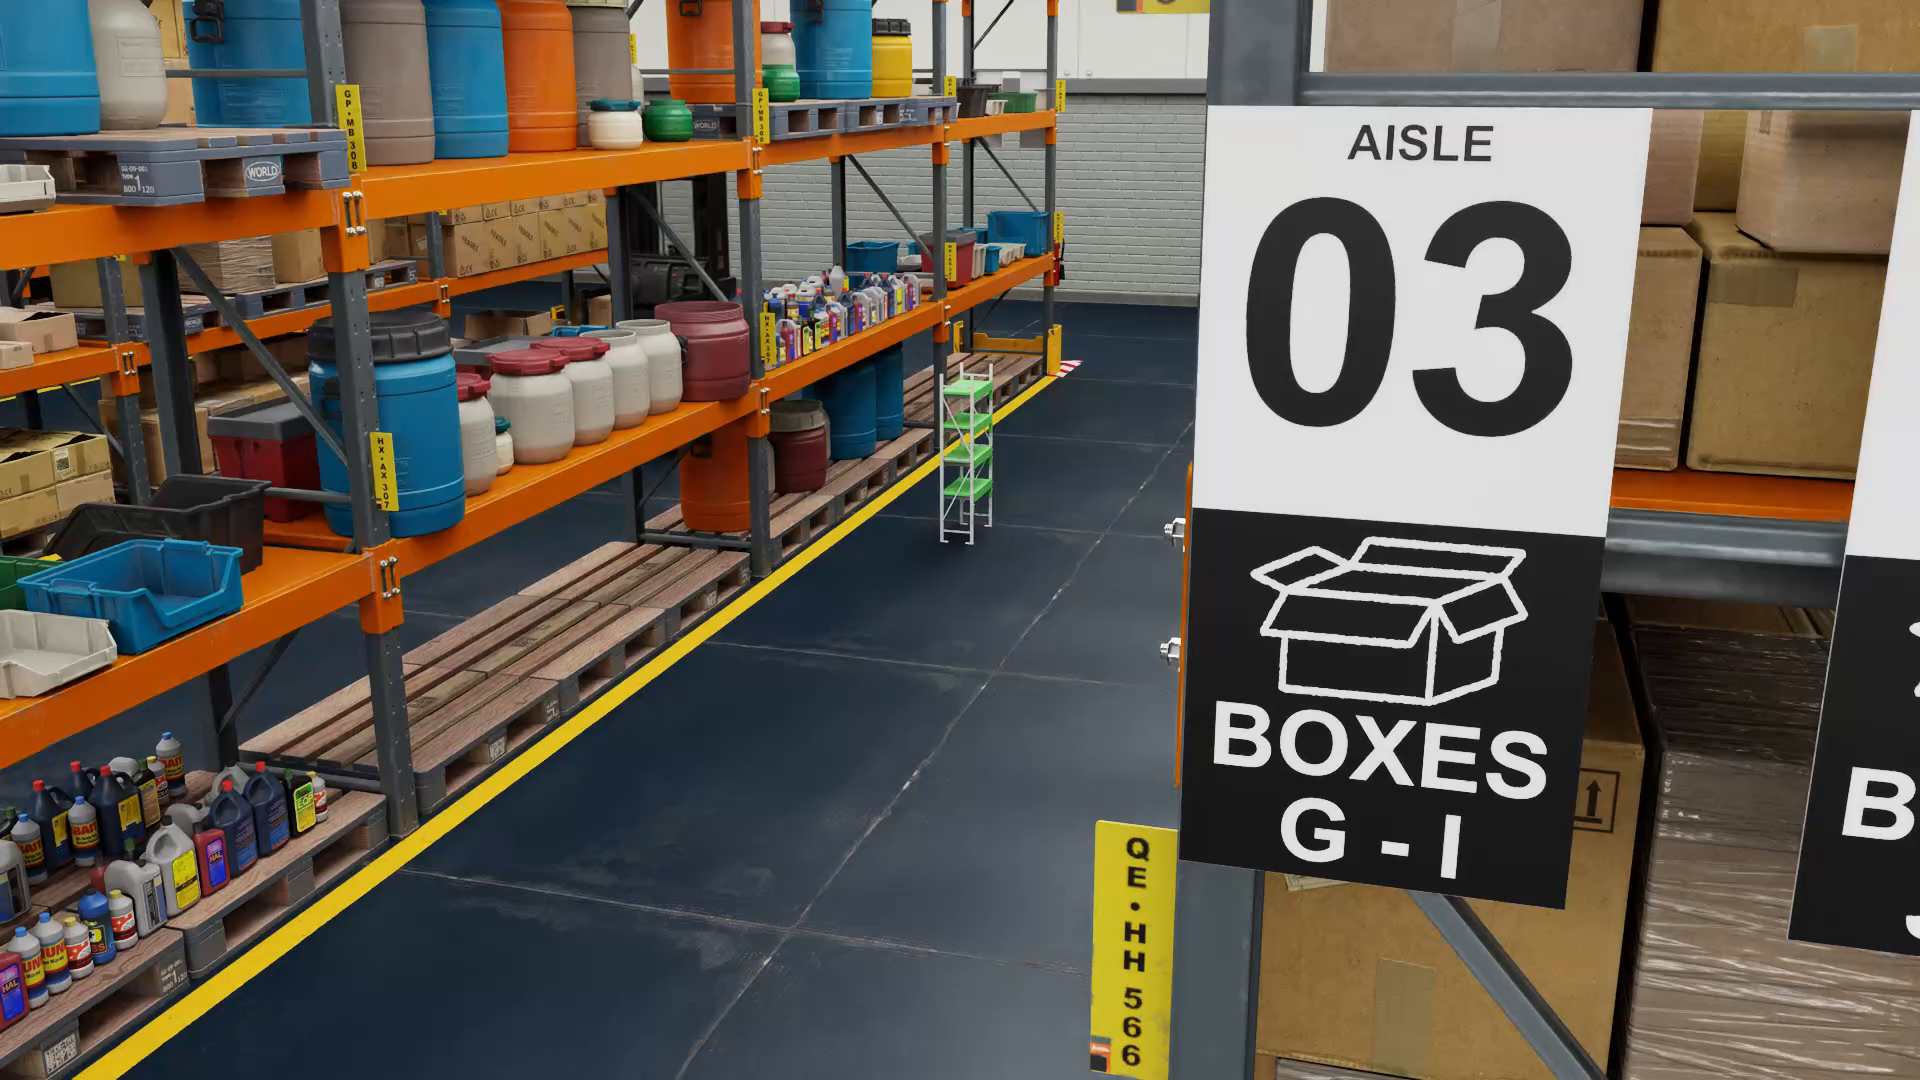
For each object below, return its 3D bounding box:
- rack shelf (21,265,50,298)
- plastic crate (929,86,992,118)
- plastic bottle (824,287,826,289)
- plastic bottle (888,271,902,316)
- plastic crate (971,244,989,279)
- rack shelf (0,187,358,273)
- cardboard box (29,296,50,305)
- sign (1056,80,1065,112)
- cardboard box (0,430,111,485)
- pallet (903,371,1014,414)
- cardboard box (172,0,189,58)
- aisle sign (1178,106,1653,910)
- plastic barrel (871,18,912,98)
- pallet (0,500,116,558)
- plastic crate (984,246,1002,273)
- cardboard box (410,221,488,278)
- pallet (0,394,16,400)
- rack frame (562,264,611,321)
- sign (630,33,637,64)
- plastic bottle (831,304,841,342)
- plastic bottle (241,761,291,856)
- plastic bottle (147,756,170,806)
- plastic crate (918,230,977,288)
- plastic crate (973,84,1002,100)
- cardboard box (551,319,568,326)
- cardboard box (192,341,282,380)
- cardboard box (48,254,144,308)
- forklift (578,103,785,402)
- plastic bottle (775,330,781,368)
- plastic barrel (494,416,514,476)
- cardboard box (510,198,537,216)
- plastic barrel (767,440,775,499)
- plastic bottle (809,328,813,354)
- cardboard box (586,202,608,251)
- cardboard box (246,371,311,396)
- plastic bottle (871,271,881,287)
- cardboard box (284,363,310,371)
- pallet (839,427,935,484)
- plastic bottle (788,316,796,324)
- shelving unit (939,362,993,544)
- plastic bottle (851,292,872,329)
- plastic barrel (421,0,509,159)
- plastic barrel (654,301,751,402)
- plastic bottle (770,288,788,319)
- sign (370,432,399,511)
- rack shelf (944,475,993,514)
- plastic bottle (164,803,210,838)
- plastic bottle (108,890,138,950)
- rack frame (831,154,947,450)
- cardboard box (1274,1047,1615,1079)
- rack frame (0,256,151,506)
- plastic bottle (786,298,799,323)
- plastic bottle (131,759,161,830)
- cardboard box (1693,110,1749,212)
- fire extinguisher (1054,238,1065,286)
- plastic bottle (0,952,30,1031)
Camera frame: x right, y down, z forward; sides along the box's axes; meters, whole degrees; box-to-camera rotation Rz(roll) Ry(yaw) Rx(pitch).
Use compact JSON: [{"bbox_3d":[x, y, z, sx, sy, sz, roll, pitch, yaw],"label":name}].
[{"bbox_3d":[-9.539,-3.230,19.039,1.077,0.370,4.000,5,16,16],"label":"rack shelf"},{"bbox_3d":[0.008,-3.969,15.067,0.497,0.269,0.590,5,16,16],"label":"plastic crate"},{"bbox_3d":[-1.175,-2.060,13.958,0.097,0.201,0.097,0,16,0],"label":"plastic bottle"},{"bbox_3d":[-0.556,-1.995,13.457,0.144,0.351,0.185,5,16,16],"label":"plastic bottle"},{"bbox_3d":[0.002,-2.642,15.753,0.437,0.282,0.530,5,16,16],"label":"plastic crate"},{"bbox_3d":[-3.450,-0.765,4.852,1.077,0.370,4.000,5,16,16],"label":"rack shelf"},{"bbox_3d":[-10.028,-2.530,17.874,0.380,0.149,0.250,5,16,16],"label":"cardboard box"},{"bbox_3d":[1.060,-4.685,17.546,0.100,0.325,0.005,5,16,16],"label":"sign"},{"bbox_3d":[-6.406,-0.616,11.746,0.500,0.311,0.500,5,17,17],"label":"cardboard box"},{"bbox_3d":[-0.092,-1.459,16.586,1.003,0.211,1.213,5,16,16],"label":"pallet"},{"bbox_3d":[-6.073,-3.976,12.838,0.500,0.500,0.500,5,16,16],"label":"cardboard box"},{"bbox_3d":[0.425,-0.019,1.635,0.394,0.787,0.004,5,16,16],"label":"aisle sign"},{"bbox_3d":[-0.673,-3.766,12.998,0.600,0.588,0.600,0,16,0],"label":"plastic barrel"},{"bbox_3d":[-6.764,-0.069,11.687,1.003,0.211,1.213,5,16,16],"label":"pallet"},{"bbox_3d":[0.191,-2.722,16.127,0.416,0.233,0.300,5,16,16],"label":"plastic crate"},{"bbox_3d":[-4.950,-2.830,16.127,0.500,0.500,0.500,5,17,17],"label":"cardboard box"},{"bbox_3d":[-10.254,-1.504,16.744,1.003,0.211,1.213,5,16,16],"label":"pallet"},{"bbox_3d":[-4.220,-3.716,19.435,1.000,3.000,0.127,5,16,16],"label":"rack frame"},{"bbox_3d":[-3.693,-5.537,18.734,0.100,0.325,0.005,5,16,16],"label":"sign"},{"bbox_3d":[-0.925,-1.595,12.191,0.097,0.271,0.097,0,16,0],"label":"plastic bottle"},{"bbox_3d":[-2.788,1.062,6.637,0.144,0.351,0.185,4,16,14],"label":"plastic bottle"},{"bbox_3d":[-3.422,1.019,7.062,0.097,0.201,0.097,0,16,0],"label":"plastic bottle"},{"bbox_3d":[-0.114,-2.558,15.125,0.402,0.464,0.583,5,16,16],"label":"plastic crate"},{"bbox_3d":[0.152,-4.632,17.406,0.497,0.269,0.590,5,16,16],"label":"plastic crate"},{"bbox_3d":[-4.788,-2.354,18.865,0.500,0.250,0.500,5,16,16],"label":"cardboard box"},{"bbox_3d":[-6.154,-1.539,14.159,0.500,0.250,0.500,4,16,15],"label":"cardboard box"},{"bbox_3d":[-6.422,-2.047,12.596,0.700,0.500,0.500,-1,16,-3],"label":"cardboard box"},{"bbox_3d":[-2.757,-2.325,14.657,1.130,2.935,3.031,7,17,23],"label":"forklift"},{"bbox_3d":[-1.253,-1.293,11.126,0.097,0.271,0.097,0,16,0],"label":"plastic bottle"},{"bbox_3d":[-2.359,-0.460,8.206,0.301,0.262,0.301,0,16,0],"label":"plastic barrel"},{"bbox_3d":[-4.660,-3.570,16.903,0.500,0.500,0.500,4,16,14],"label":"cardboard box"},{"bbox_3d":[-1.548,-0.527,11.981,0.421,0.512,0.421,0,16,0],"label":"plastic barrel"},{"bbox_3d":[-1.084,-1.415,11.685,0.097,0.201,0.097,0,16,0],"label":"plastic bottle"},{"bbox_3d":[-4.230,-3.490,18.454,0.500,0.500,0.500,5,17,16],"label":"cardboard box"},{"bbox_3d":[-5.656,-1.134,14.107,0.500,0.500,0.500,4,16,14],"label":"cardboard box"},{"bbox_3d":[-0.694,-2.006,13.496,0.144,0.351,0.185,5,16,16],"label":"plastic bottle"},{"bbox_3d":[-6.018,-1.301,14.693,0.500,0.500,0.500,5,17,17],"label":"cardboard box"},{"bbox_3d":[-0.868,-0.745,14.067,1.003,0.211,1.213,5,16,16],"label":"pallet"},{"bbox_3d":[-1.180,-1.418,11.569,0.097,0.271,0.097,0,16,0],"label":"plastic bottle"},{"bbox_3d":[0.047,-0.621,11.818,0.258,1.200,0.503,5,16,16],"label":"shelving unit"},{"bbox_3d":[-0.762,-1.773,12.812,0.152,0.276,0.135,5,16,16],"label":"plastic bottle"},{"bbox_3d":[-2.574,-2.368,8.265,0.600,0.901,0.708,5,16,16],"label":"plastic barrel"},{"bbox_3d":[-1.586,-1.159,10.168,0.600,0.536,0.708,5,16,16],"label":"plastic barrel"},{"bbox_3d":[-1.434,-1.831,13.013,0.152,0.276,0.135,5,16,16],"label":"plastic bottle"},{"bbox_3d":[-2.357,-0.279,6.810,0.100,0.325,0.005,5,16,16],"label":"sign"},{"bbox_3d":[0.047,-0.328,11.901,0.258,0.148,0.480,5,16,16],"label":"rack shelf"},{"bbox_3d":[-2.992,1.143,6.487,0.152,0.276,0.135,5,16,16],"label":"plastic bottle"},{"bbox_3d":[-2.992,1.344,5.917,0.097,0.201,0.097,0,16,0],"label":"plastic bottle"},{"bbox_3d":[-0.608,-2.285,14.387,1.000,3.000,0.127,5,16,16],"label":"rack frame"},{"bbox_3d":[0.913,0.906,2.410,0.875,0.500,0.500,5,16,16],"label":"cardboard box"},{"bbox_3d":[-6.493,-1.623,12.055,1.000,3.000,0.127,5,16,16],"label":"rack frame"},{"bbox_3d":[-1.309,-1.790,13.007,0.097,0.201,0.097,0,16,0],"label":"plastic bottle"},{"bbox_3d":[-3.356,1.048,6.811,0.061,0.283,0.133,5,16,16],"label":"plastic bottle"},{"bbox_3d":[1.150,-0.514,2.191,0.380,0.149,0.250,4,16,15],"label":"cardboard box"},{"bbox_3d":[1.007,-3.119,18.153,0.296,0.674,0.183,5,16,16],"label":"fire extinguisher"},{"bbox_3d":[-3.123,1.442,5.420,0.061,0.283,0.133,5,17,17],"label":"plastic bottle"}]
